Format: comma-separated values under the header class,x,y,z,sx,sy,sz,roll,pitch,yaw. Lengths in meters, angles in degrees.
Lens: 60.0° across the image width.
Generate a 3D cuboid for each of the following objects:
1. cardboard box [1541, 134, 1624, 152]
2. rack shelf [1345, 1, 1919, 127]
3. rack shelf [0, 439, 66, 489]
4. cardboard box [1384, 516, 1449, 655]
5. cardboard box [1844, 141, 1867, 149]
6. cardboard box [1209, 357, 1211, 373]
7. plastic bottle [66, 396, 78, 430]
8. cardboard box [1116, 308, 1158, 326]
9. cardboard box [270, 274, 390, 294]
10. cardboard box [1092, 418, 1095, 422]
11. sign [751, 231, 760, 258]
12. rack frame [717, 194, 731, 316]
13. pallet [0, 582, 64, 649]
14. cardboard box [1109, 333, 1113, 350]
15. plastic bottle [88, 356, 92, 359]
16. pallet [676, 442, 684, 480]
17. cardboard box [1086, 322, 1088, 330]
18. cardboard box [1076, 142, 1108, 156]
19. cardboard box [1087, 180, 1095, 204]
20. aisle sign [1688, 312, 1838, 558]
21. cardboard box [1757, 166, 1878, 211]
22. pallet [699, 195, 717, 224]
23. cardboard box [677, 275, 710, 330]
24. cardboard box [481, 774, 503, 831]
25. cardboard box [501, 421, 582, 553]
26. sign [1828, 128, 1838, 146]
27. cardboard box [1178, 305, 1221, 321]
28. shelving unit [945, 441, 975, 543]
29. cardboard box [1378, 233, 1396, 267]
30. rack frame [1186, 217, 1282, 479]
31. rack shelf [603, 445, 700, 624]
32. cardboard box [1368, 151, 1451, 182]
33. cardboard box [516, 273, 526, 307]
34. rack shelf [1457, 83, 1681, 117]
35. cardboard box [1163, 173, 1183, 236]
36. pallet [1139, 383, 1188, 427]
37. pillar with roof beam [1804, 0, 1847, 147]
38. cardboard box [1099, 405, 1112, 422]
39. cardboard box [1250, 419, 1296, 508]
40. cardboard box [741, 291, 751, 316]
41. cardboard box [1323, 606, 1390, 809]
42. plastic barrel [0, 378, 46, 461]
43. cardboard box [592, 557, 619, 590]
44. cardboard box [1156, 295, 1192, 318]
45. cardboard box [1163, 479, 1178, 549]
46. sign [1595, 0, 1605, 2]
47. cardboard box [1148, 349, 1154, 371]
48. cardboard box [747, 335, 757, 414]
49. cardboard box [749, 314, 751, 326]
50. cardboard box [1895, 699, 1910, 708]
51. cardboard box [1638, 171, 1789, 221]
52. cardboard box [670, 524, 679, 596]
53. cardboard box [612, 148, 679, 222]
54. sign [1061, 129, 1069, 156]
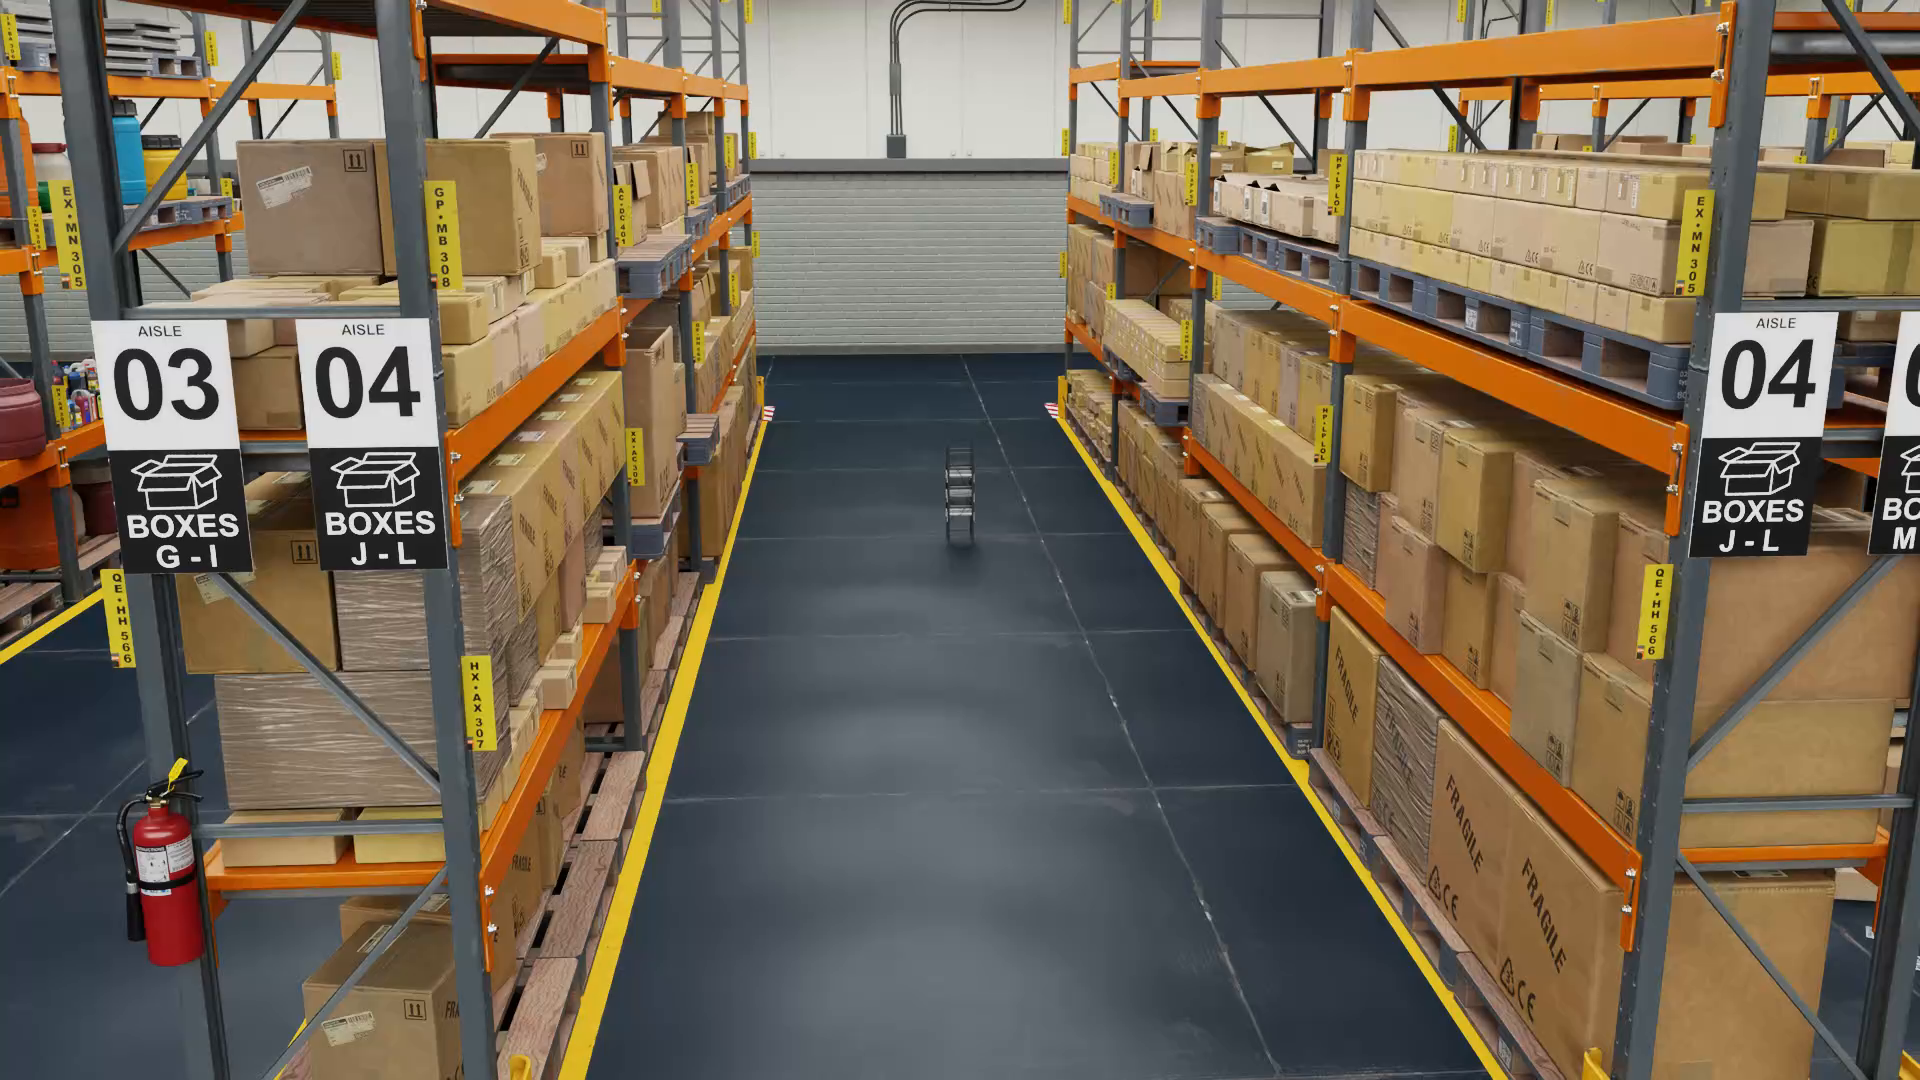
class,x,y,z,sx,sy,sz,roll,pitch,yaw
cardboard box,6.919,-4.266,18.540,0.797,0.503,0.637,0,14,1
rack shelf,2.720,-1.951,7.021,1.077,0.370,4.000,-1,14,-3
rack shelf,-7.428,-0.107,11.088,1.077,0.370,4.000,-1,14,-3
cardboard box,2.604,0.206,8.129,0.875,0.550,0.550,-1,14,-3
cardboard box,11.518,-4.901,20.959,0.500,0.250,0.500,-1,14,-4
cardboard box,2.438,-1.606,15.134,0.380,0.149,0.250,-1,14,-3
plastic bottle,-7.236,-1.032,13.499,0.097,0.271,0.097,0,14,0
cardboard box,1.716,-2.145,16.033,0.380,0.149,0.250,-1,14,-4
cardboard box,-2.397,-0.935,6.345,0.380,0.149,0.250,-1,14,-3
cardboard box,1.723,-1.313,19.213,0.380,0.149,0.250,-1,14,-2
sign,-2.561,-3.699,20.807,0.100,0.325,0.005,-1,14,-3
rack frame,-2.856,-2.024,17.095,1.000,3.000,0.127,-1,14,-3
pallet,-7.542,0.591,12.528,1.003,0.211,1.213,-1,14,-3
cardboard box,1.689,-1.983,16.598,0.380,0.149,0.250,-1,14,-3
plastic bottle,-8.147,-1.572,15.574,0.061,0.283,0.133,-1,14,-3
pallet,-2.445,-0.444,11.342,1.003,0.211,1.213,-1,14,-3
cardboard box,1.698,-2.540,19.607,0.380,0.149,0.250,-1,14,-5
cardboard box,1.588,-4.669,19.854,0.380,0.149,0.250,-1,14,-4
cardboard box,1.720,-3.947,18.851,0.500,0.250,0.500,-1,14,-4
aisle sign,2.549,-0.327,5.286,0.394,0.787,0.004,-1,14,-3
cardboard box,3.111,-1.274,6.021,0.380,0.149,0.250,-1,14,-4
pallet,-2.750,-3.156,15.862,0.805,0.209,1.217,-1,15,-6
cardboard box,-2.777,-2.228,15.677,0.797,0.503,0.637,-1,14,-3
cardboard box,-1.888,0.945,6.060,0.380,0.149,0.250,-1,14,-3
cardboard box,-1.968,-0.230,7.320,0.500,0.500,0.500,-1,14,-3
sign,11.200,-5.117,21.342,0.100,0.325,0.005,-1,14,-3
cardboard box,2.352,-2.217,16.314,0.380,0.149,0.250,-1,14,-5
shelving unit,0.000,-0.438,15.146,0.258,0.900,0.210,-1,14,-3
cardboard box,2.312,-1.446,8.291,0.380,0.149,0.250,-1,14,-4
rack frame,2.349,-1.080,13.429,1.000,3.000,0.127,-1,14,-3
rack shelf,-2.484,-0.183,11.385,1.077,0.370,4.000,-1,14,-3
cardboard box,2.297,-1.895,8.437,0.380,0.149,0.250,-1,14,-4
cardboard box,-1.945,-1.008,6.631,0.380,0.149,0.250,-2,15,-6
rack shelf,6.911,-5.037,19.015,1.077,0.370,4.000,-1,14,-3
cardboard box,2.016,-2.844,14.062,0.500,0.500,0.500,-1,14,-3
pallet,2.198,-1.163,14.135,1.213,0.211,1.003,-1,14,-3
pillar with roof beam,8.177,-6.772,23.512,9.100,9.000,0.400,-1,14,-3
cardboard box,1.741,-1.395,18.337,0.380,0.149,0.250,-1,14,-4
cardboard box,2.235,-0.511,11.015,0.500,0.500,0.500,-1,14,-3
cardboard box,-2.778,-2.847,20.000,0.500,0.250,0.500,-1,14,-4
cardboard box,2.566,0.898,9.163,0.875,0.875,0.875,-1,14,-3
plastic barrel,-7.220,-0.908,12.484,0.600,0.536,0.708,-1,14,-3
cardboard box,-2.048,0.199,8.961,0.380,0.149,0.250,-1,14,-3
cardboard box,2.322,-2.395,17.740,0.500,0.500,0.500,-1,14,-4
cardboard box,2.047,-0.233,14.308,0.500,0.500,0.500,-1,14,-4
sign,6.480,-5.609,16.797,0.100,0.325,0.005,-1,14,-3
cardboard box,1.826,-1.554,14.333,0.380,0.149,0.250,-1,14,-2
cardboard box,-2.984,-2.035,20.560,0.875,0.875,0.875,-1,14,-3
cardboard box,-2.706,-2.624,19.932,0.380,0.149,0.250,-1,14,-2
cardboard box,5.756,0.692,10.038,0.500,0.500,0.500,-1,14,-3
cardboard box,2.485,-1.138,5.495,0.380,0.149,0.250,-1,14,-3
cardboard box,-2.547,0.135,12.839,0.700,0.500,0.500,-2,15,-6
cardboard box,-2.286,-2.530,11.839,0.500,0.500,0.500,-1,14,-4
sign,1.311,-4.937,20.646,0.100,0.325,0.005,-1,14,-3
